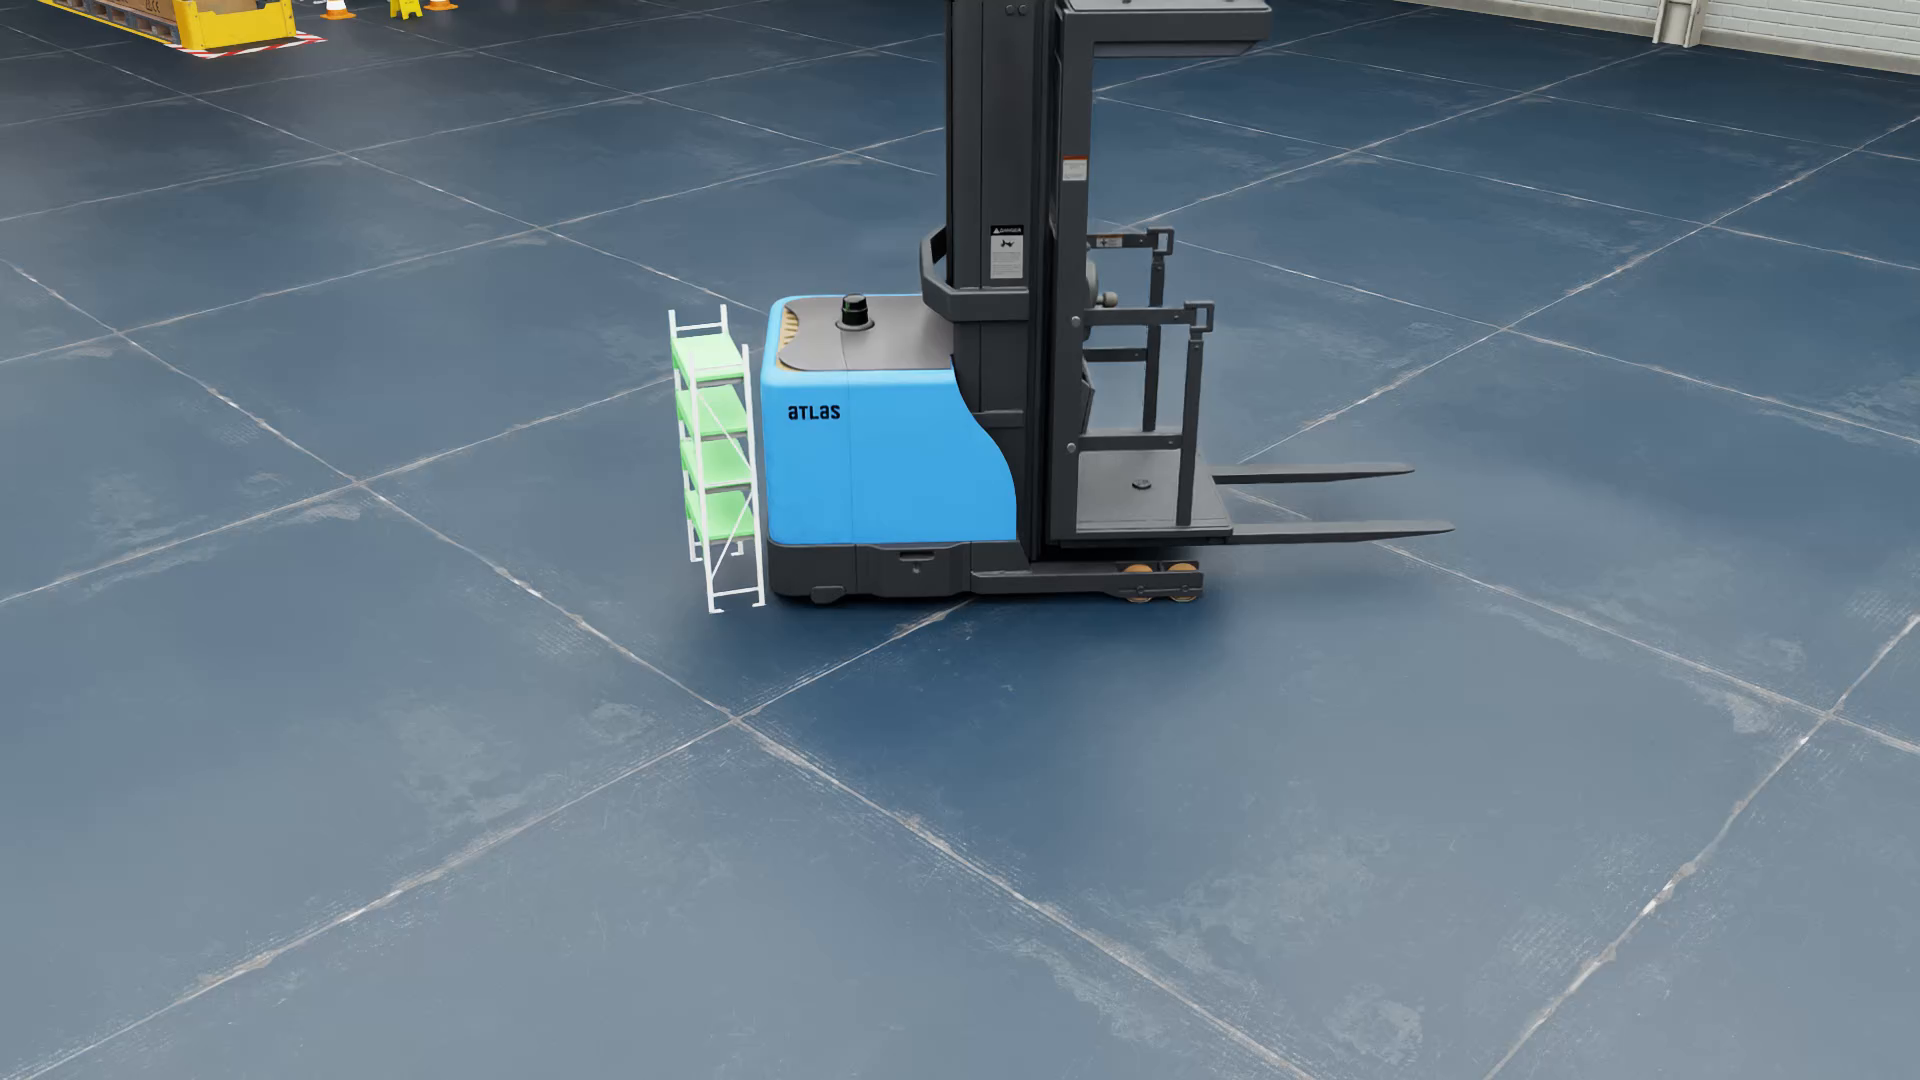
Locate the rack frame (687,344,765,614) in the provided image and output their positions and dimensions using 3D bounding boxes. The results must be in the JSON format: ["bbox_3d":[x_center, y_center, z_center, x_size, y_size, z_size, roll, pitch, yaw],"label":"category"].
[{"bbox_3d":[-0.964,-0.234,6.906,0.240,1.200,0.015,-8,29,-15],"label":"rack frame"}]

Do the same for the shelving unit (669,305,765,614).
[{"bbox_3d":[-1.037,-0.343,7.112,0.258,1.200,0.503,-8,29,-15],"label":"shelving unit"}]

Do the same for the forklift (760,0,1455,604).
[{"bbox_3d":[0.666,-1.269,7.015,3.031,2.935,1.130,-1,28,-2],"label":"forklift"}]

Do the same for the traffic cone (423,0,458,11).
[{"bbox_3d":[-6.185,-6.546,19.702,0.334,0.463,0.336,25,36,38],"label":"traffic cone"}]

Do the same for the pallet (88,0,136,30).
[{"bbox_3d":[-9.327,-6.159,19.237,1.213,0.211,1.003,25,36,38],"label":"pallet"}]

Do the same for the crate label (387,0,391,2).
[{"bbox_3d":[-6.789,-6.638,20.227,0.298,0.136,0.250,7,29,13],"label":"crate label"}]

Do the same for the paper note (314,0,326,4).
[{"bbox_3d":[-7.734,-6.507,20.094,0.144,0.017,0.142,-13,30,-22],"label":"paper note"}]

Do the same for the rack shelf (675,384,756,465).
[{"bbox_3d":[-1.038,-0.498,7.030,0.258,0.148,0.480,-8,29,-15],"label":"rack shelf"}]

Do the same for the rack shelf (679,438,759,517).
[{"bbox_3d":[-1.037,-0.286,7.141,0.258,0.148,0.480,-8,29,-15],"label":"rack shelf"}]

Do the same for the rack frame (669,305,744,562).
[{"bbox_3d":[-1.110,-0.451,7.318,0.240,1.200,0.015,-8,29,-15],"label":"rack frame"}]

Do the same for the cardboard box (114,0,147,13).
[{"bbox_3d":[-8.995,-6.492,18.704,0.875,0.875,0.875,24,36,38],"label":"cardboard box"}]

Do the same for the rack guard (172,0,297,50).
[{"bbox_3d":[-7.819,-5.646,17.951,0.348,0.500,1.175,25,36,38],"label":"rack guard"}]

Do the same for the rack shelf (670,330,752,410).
[{"bbox_3d":[-1.038,-0.711,6.918,0.258,0.148,0.480,-8,29,-15],"label":"rack shelf"}]

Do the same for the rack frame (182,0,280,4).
[{"bbox_3d":[-7.836,-6.760,17.384,0.127,3.000,1.000,25,36,38],"label":"rack frame"}]

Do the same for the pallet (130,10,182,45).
[{"bbox_3d":[-8.461,-5.761,18.480,1.213,0.211,1.003,25,36,38],"label":"pallet"}]

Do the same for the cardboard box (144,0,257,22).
[{"bbox_3d":[-8.366,-6.205,18.160,0.875,0.875,0.875,25,37,39],"label":"cardboard box"}]

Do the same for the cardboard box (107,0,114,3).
[{"bbox_3d":[-9.644,-6.790,19.271,0.875,0.875,0.875,25,37,39],"label":"cardboard box"}]

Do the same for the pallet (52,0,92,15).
[{"bbox_3d":[-10.201,-6.557,19.994,1.213,0.211,1.003,25,36,38],"label":"pallet"}]

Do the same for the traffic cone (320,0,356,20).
[{"bbox_3d":[-7.219,-6.282,19.200,0.334,0.463,0.336,25,36,38],"label":"traffic cone"}]

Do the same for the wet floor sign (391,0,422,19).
[{"bbox_3d":[-6.427,-6.366,19.164,0.232,0.644,0.267,18,33,30],"label":"wet floor sign"}]

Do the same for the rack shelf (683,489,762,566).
[{"bbox_3d":[-1.037,-0.074,7.253,0.258,0.148,0.480,-8,29,-15],"label":"rack shelf"}]

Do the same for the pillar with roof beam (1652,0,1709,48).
[{"bbox_3d":[4.713,-7.922,13.147,0.400,9.000,9.100,25,36,38],"label":"pillar with roof beam"}]
